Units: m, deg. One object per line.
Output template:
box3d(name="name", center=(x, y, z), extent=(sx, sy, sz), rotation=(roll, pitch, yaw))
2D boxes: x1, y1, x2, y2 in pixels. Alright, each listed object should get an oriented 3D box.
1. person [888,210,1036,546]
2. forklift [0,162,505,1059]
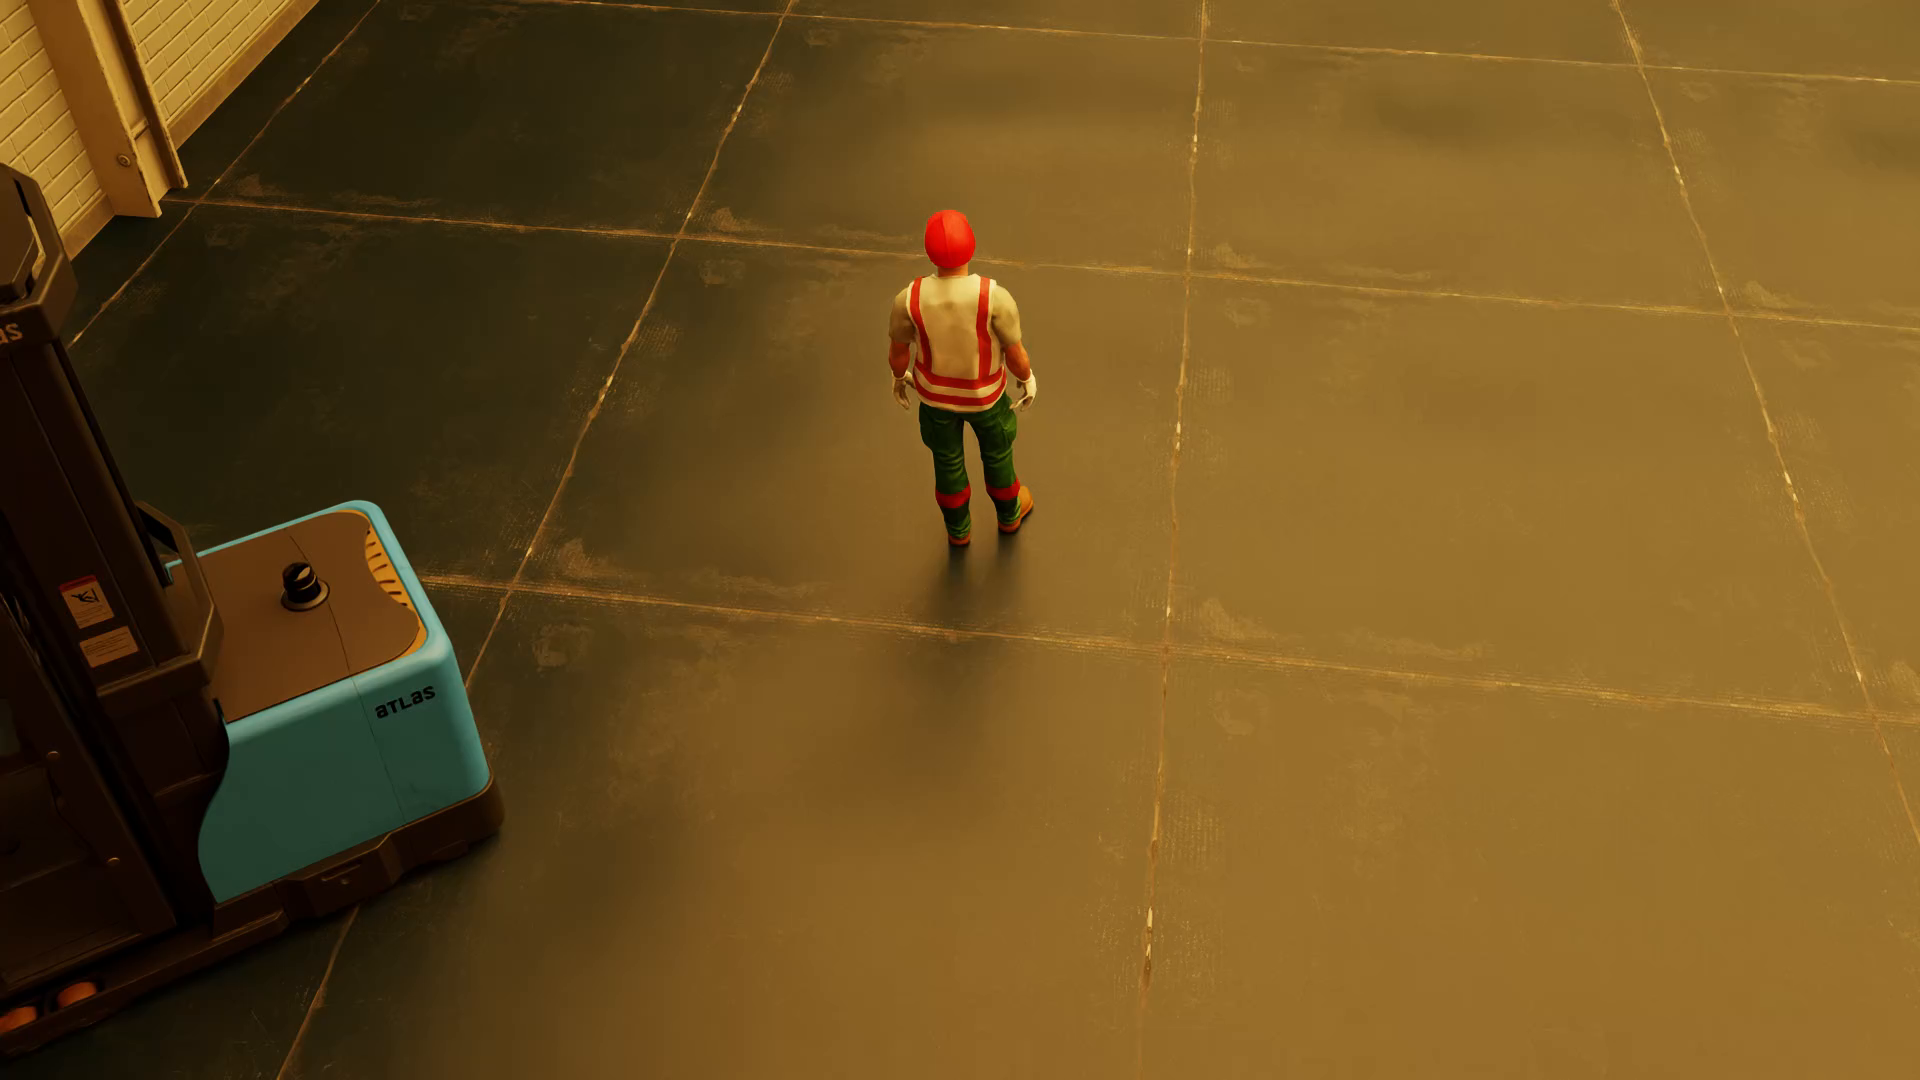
box3d(name="person", center=(0.023, -0.717, 7.339), extent=(0.637, 1.790, 0.562), rotation=(5, 43, 6))
box3d(name="forklift", center=(-3.332, 0.327, 5.369), extent=(3.031, 2.935, 1.130), rotation=(-22, 47, -22))
